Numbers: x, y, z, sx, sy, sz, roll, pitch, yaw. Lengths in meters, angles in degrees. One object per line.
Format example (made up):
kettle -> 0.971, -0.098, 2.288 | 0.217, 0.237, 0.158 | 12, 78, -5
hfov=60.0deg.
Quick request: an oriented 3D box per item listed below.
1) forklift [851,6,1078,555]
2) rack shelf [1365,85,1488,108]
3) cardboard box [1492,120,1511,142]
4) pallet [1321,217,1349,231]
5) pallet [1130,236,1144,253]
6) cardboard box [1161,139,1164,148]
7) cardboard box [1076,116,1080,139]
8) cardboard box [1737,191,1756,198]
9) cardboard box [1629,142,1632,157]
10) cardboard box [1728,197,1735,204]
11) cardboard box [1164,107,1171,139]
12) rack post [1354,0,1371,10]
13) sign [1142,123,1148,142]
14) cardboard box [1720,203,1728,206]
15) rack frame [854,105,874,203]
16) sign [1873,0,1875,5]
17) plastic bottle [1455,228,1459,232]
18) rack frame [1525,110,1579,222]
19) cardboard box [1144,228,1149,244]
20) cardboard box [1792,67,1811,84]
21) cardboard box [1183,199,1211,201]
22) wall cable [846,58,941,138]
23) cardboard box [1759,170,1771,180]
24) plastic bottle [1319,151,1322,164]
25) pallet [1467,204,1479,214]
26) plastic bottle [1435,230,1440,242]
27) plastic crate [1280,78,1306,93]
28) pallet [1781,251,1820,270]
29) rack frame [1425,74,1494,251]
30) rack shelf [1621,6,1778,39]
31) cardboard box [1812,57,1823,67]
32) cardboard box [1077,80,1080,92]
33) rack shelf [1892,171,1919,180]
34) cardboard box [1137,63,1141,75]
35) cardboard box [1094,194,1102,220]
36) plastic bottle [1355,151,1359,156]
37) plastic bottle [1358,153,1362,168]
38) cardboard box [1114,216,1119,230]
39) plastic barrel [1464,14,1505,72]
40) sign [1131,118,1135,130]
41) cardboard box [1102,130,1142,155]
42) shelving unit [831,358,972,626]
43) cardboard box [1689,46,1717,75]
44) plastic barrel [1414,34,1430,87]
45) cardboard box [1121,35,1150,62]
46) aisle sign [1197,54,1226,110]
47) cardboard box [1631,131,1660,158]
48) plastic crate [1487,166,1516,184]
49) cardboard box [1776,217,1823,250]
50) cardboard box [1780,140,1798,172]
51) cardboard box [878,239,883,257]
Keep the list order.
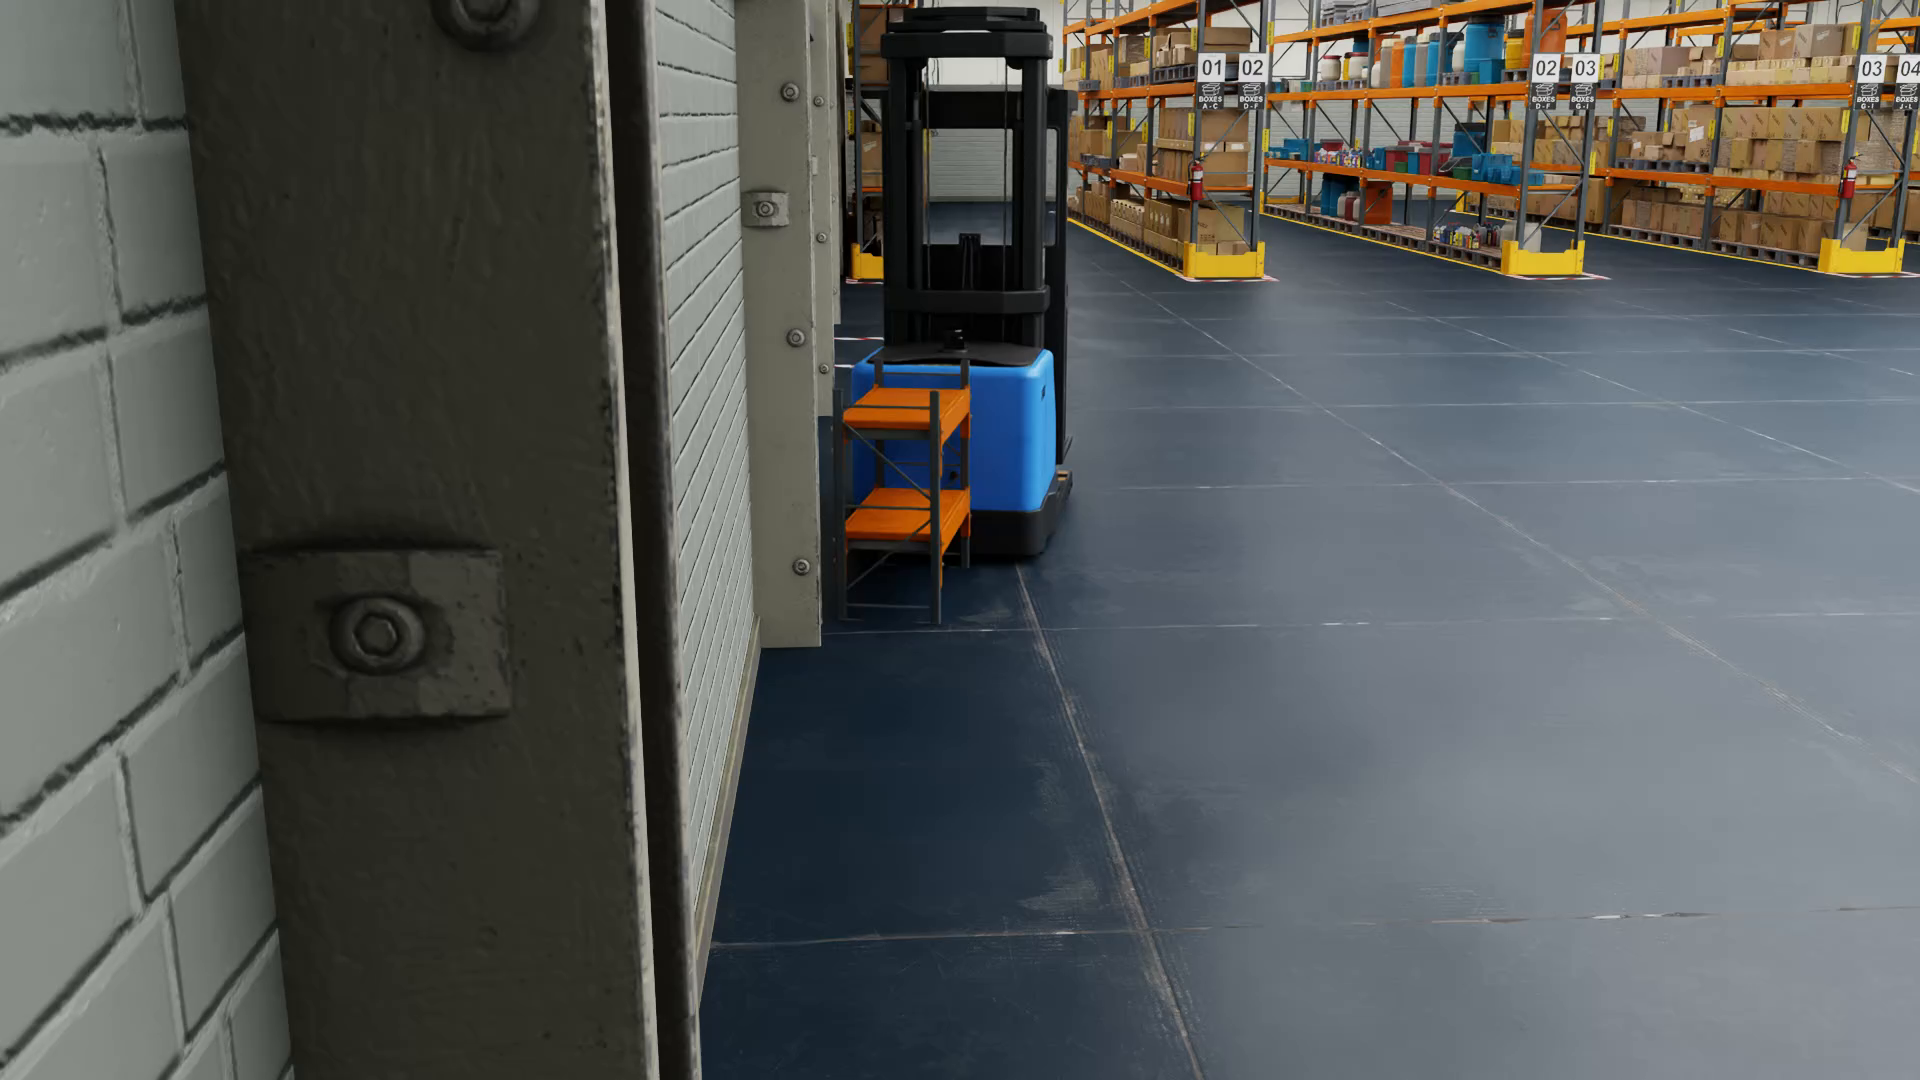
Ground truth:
forklift -> 0.123, -1.655, 10.077 | 1.130, 2.935, 3.031 | 2, 15, 8
rack shelf -> 8.502, -8.076, 30.320 | 1.077, 0.370, 4.000 | -1, 14, -3
cardboard box -> 12.655, -9.593, 38.991 | 0.500, 0.500, 0.500 | -1, 14, -5
pallet -> 8.215, -6.617, 34.821 | 1.003, 0.211, 1.213 | -1, 14, -3
pallet -> 3.597, -5.231, 29.434 | 1.003, 0.211, 1.213 | -1, 14, -3
cardboard box -> 3.539, -6.565, 27.520 | 0.380, 0.149, 0.250 | -1, 14, -5
cardboard box -> 2.862, -9.170, 36.941 | 0.500, 0.500, 0.500 | -1, 14, -5
cardboard box -> 17.749, -7.787, 37.458 | 0.380, 0.149, 0.250 | 0, 14, -2
cardboard box -> 13.563, -7.719, 33.308 | 0.500, 0.500, 0.500 | 0, 14, -2
cardboard box -> 17.665, -7.699, 37.713 | 0.380, 0.149, 0.250 | -2, 15, -6
cardboard box -> 3.748, -6.840, 27.286 | 0.700, 0.500, 0.500 | -1, 14, -4
rack post -> 8.292, -10.518, 32.497 | 0.954, 0.300, 0.937 | -1, 14, -3
sign -> 3.141, -6.911, 28.201 | 0.100, 0.325, 0.005 | -1, 14, -3
cardboard box -> 17.653, -7.638, 38.070 | 0.380, 0.149, 0.250 | -1, 14, -5
rack frame -> -1.758, -8.311, 35.809 | 1.000, 3.000, 0.127 | -1, 14, -3
sign -> 22.163, -13.116, 40.251 | 0.100, 0.325, 0.005 | -1, 14, -3
plastic bottle -> 8.320, -5.076, 27.828 | 0.097, 0.271, 0.097 | 0, 14, 0
rack frame -> 13.074, -8.541, 36.701 | 1.000, 3.000, 0.127 | -1, 14, -3
cardboard box -> 3.408, -5.151, 28.201 | 0.500, 0.250, 0.500 | -1, 14, -3
cardboard box -> 13.477, -7.304, 26.175 | 0.500, 0.250, 0.500 | -1, 14, -2
cardboard box -> 3.948, -5.397, 27.655 | 0.500, 0.500, 0.500 | -1, 14, -3
wall cable -> -1.999, -12.120, 44.803 | 3.097, 2.526, 0.112 | -1, 14, -3
cardboard box -> 13.389, -5.998, 27.324 | 0.380, 0.149, 0.250 | -1, 14, -3
plastic bottle -> 7.767, -8.218, 35.706 | 0.097, 0.271, 0.097 | 0, 14, 0
pallet -> 12.954, -7.987, 40.146 | 1.003, 0.211, 1.213 | -1, 14, -3
plastic bottle -> 8.215, -5.221, 28.532 | 0.097, 0.201, 0.097 | 0, 14, 0
plastic crate -> 7.703, -10.497, 38.411 | 0.504, 0.338, 0.767 | -1, 14, -3
pallet -> 13.798, -4.427, 26.310 | 1.003, 0.211, 1.213 | -1, 14, -3
rack frame -> 8.626, -6.475, 28.671 | 1.000, 3.000, 0.127 | -1, 14, -3
rack shelf -> 13.446, -9.412, 30.293 | 1.077, 0.370, 4.000 | -1, 14, -3
cardboard box -> 13.424, -7.389, 25.704 | 0.380, 0.149, 0.250 | -1, 14, -3
cardboard box -> 2.870, -10.010, 36.693 | 0.500, 0.250, 0.500 | -1, 14, -3
rack shelf -> 18.402, -6.751, 31.191 | 1.077, 0.370, 4.000 | -1, 14, -3
cardboard box -> 3.569, -8.735, 30.895 | 0.500, 0.250, 0.500 | 0, 14, -2
cardboard box -> 3.071, -6.884, 34.397 | 0.500, 0.500, 0.500 | -1, 14, -6
plastic bottle -> 8.408, -8.086, 35.192 | 0.097, 0.271, 0.097 | 0, 14, 0
plastic bottle -> 7.927, -7.507, 32.917 | 0.061, 0.283, 0.133 | -1, 14, -3
cardboard box -> 3.205, -6.006, 31.524 | 0.500, 0.250, 0.500 | -1, 14, -5
plastic barrel -> 8.581, -8.124, 27.214 | 0.600, 0.901, 0.708 | -1, 14, -3
sign -> 3.740, -8.959, 36.002 | 0.100, 0.325, 0.005 | -1, 14, -3
cardboard box -> 3.357, -8.202, 34.341 | 0.700, 0.500, 0.500 | -5, 15, -18
shelving unit -> -0.272, -0.274, 8.335 | 0.538, 1.125, 1.048 | 2, 15, 8
cardboard box -> 13.580, -8.610, 29.900 | 0.797, 0.503, 0.637 | 0, 14, -1
plastic barrel -> 8.337, -8.456, 29.345 | 0.600, 0.901, 0.600 | 0, 14, 0
cardboard box -> 3.413, -9.488, 32.155 | 0.500, 0.500, 0.500 | -1, 14, -3
aisle sign -> 3.641, -6.642, 24.106 | 0.394, 0.787, 0.004 | -1, 14, -3
cardboard box -> 13.395, -7.664, 32.250 | 0.500, 0.500, 0.500 | -3, 15, -10
plastic crate -> 8.510, -5.689, 25.917 | 0.499, 0.251, 0.408 | -1, 14, -3
cardboard box -> 13.704, -5.009, 27.147 | 0.500, 0.500, 0.500 | 0, 14, 2
cardboard box -> 13.672, -6.133, 26.547 | 0.875, 0.500, 0.500 | -1, 14, -3
cardboard box -> -0.967, -4.411, 25.164 | 0.500, 0.311, 0.500 | -3, 15, -10
